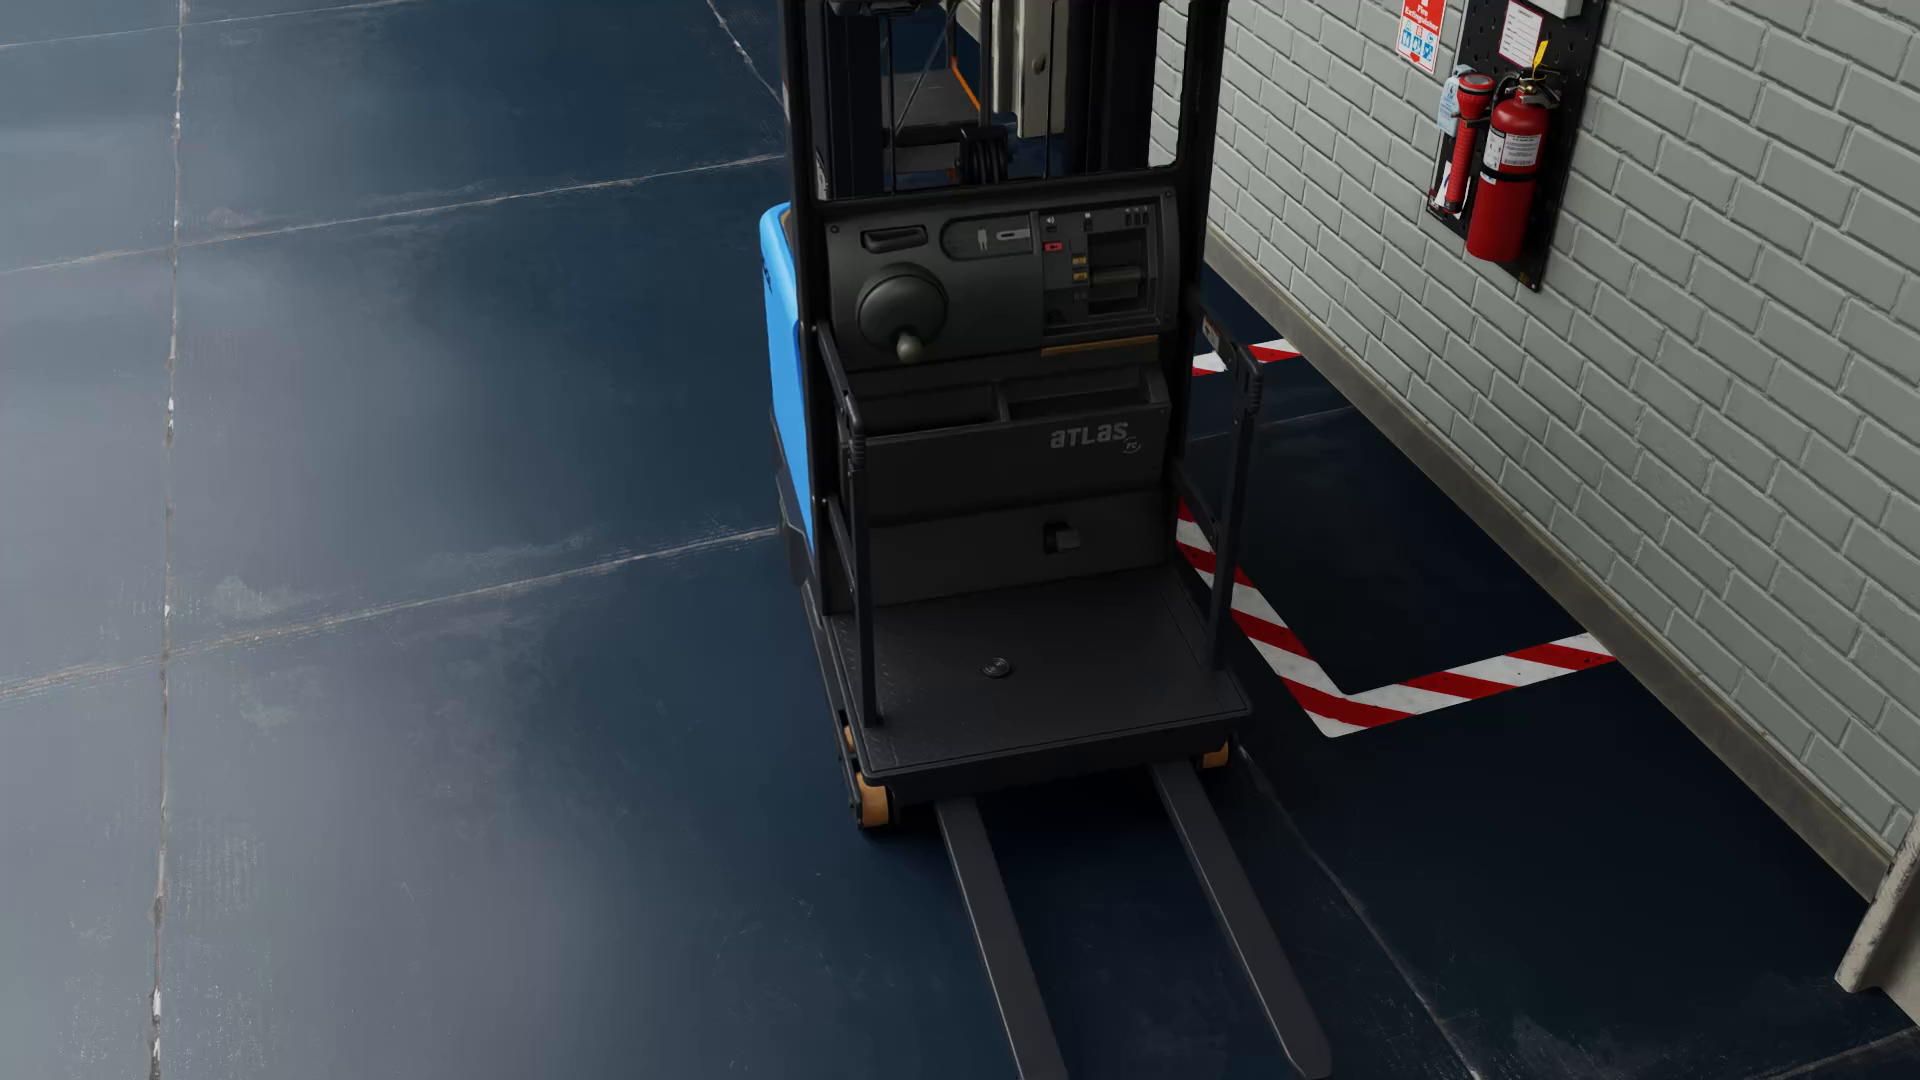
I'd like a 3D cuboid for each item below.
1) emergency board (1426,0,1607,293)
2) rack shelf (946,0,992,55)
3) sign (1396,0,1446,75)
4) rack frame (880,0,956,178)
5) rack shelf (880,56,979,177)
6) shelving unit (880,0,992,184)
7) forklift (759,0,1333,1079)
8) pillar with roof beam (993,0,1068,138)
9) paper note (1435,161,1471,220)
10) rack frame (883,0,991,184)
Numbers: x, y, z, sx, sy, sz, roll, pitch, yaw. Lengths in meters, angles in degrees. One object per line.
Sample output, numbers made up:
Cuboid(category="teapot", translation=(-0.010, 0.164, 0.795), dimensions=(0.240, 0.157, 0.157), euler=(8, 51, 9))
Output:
Cuboid(category="emergency board", translation=(1.636, -1.403, 5.119), dimensions=(0.194, 1.169, 0.643), euler=(-12, 39, -16))
Cuboid(category="rack shelf", translation=(-0.155, -1.888, 5.371), dimensions=(0.431, 0.518, 0.480), euler=(-8, 38, -11))
Cuboid(category="sign", translation=(1.542, -1.751, 5.551), dimensions=(0.001, 0.329, 0.234), euler=(-12, 39, -16))
Cuboid(category="rack frame", translation=(-0.211, -1.483, 5.973), dimensions=(0.400, 2.100, 0.015), euler=(-8, 38, -11))
Cuboid(category="rack shelf", translation=(-0.155, -1.329, 5.792), dimensions=(0.431, 0.518, 0.480), euler=(-8, 38, -11))
Cuboid(category="shelving unit", translation=(-0.155, -1.340, 5.784), dimensions=(0.431, 2.100, 0.503), euler=(-8, 38, -11))
Cuboid(category="forklift", translation=(0.171, -0.618, 4.134), dimensions=(1.130, 2.935, 3.031), euler=(-8, 38, -11))
Cuboid(category="pillar with roof beam", translation=(-3.656, -4.893, 4.767), dimensions=(9.100, 9.000, 0.400), euler=(-12, 39, -16))
Cuboid(category="paper note", translation=(1.640, -1.165, 5.536), dimensions=(0.016, 0.148, 0.142), euler=(-12, 39, -16))
Cuboid(category="rack frame", translation=(-0.098, -1.197, 5.594), dimensions=(0.400, 2.100, 0.015), euler=(-8, 38, -11))
